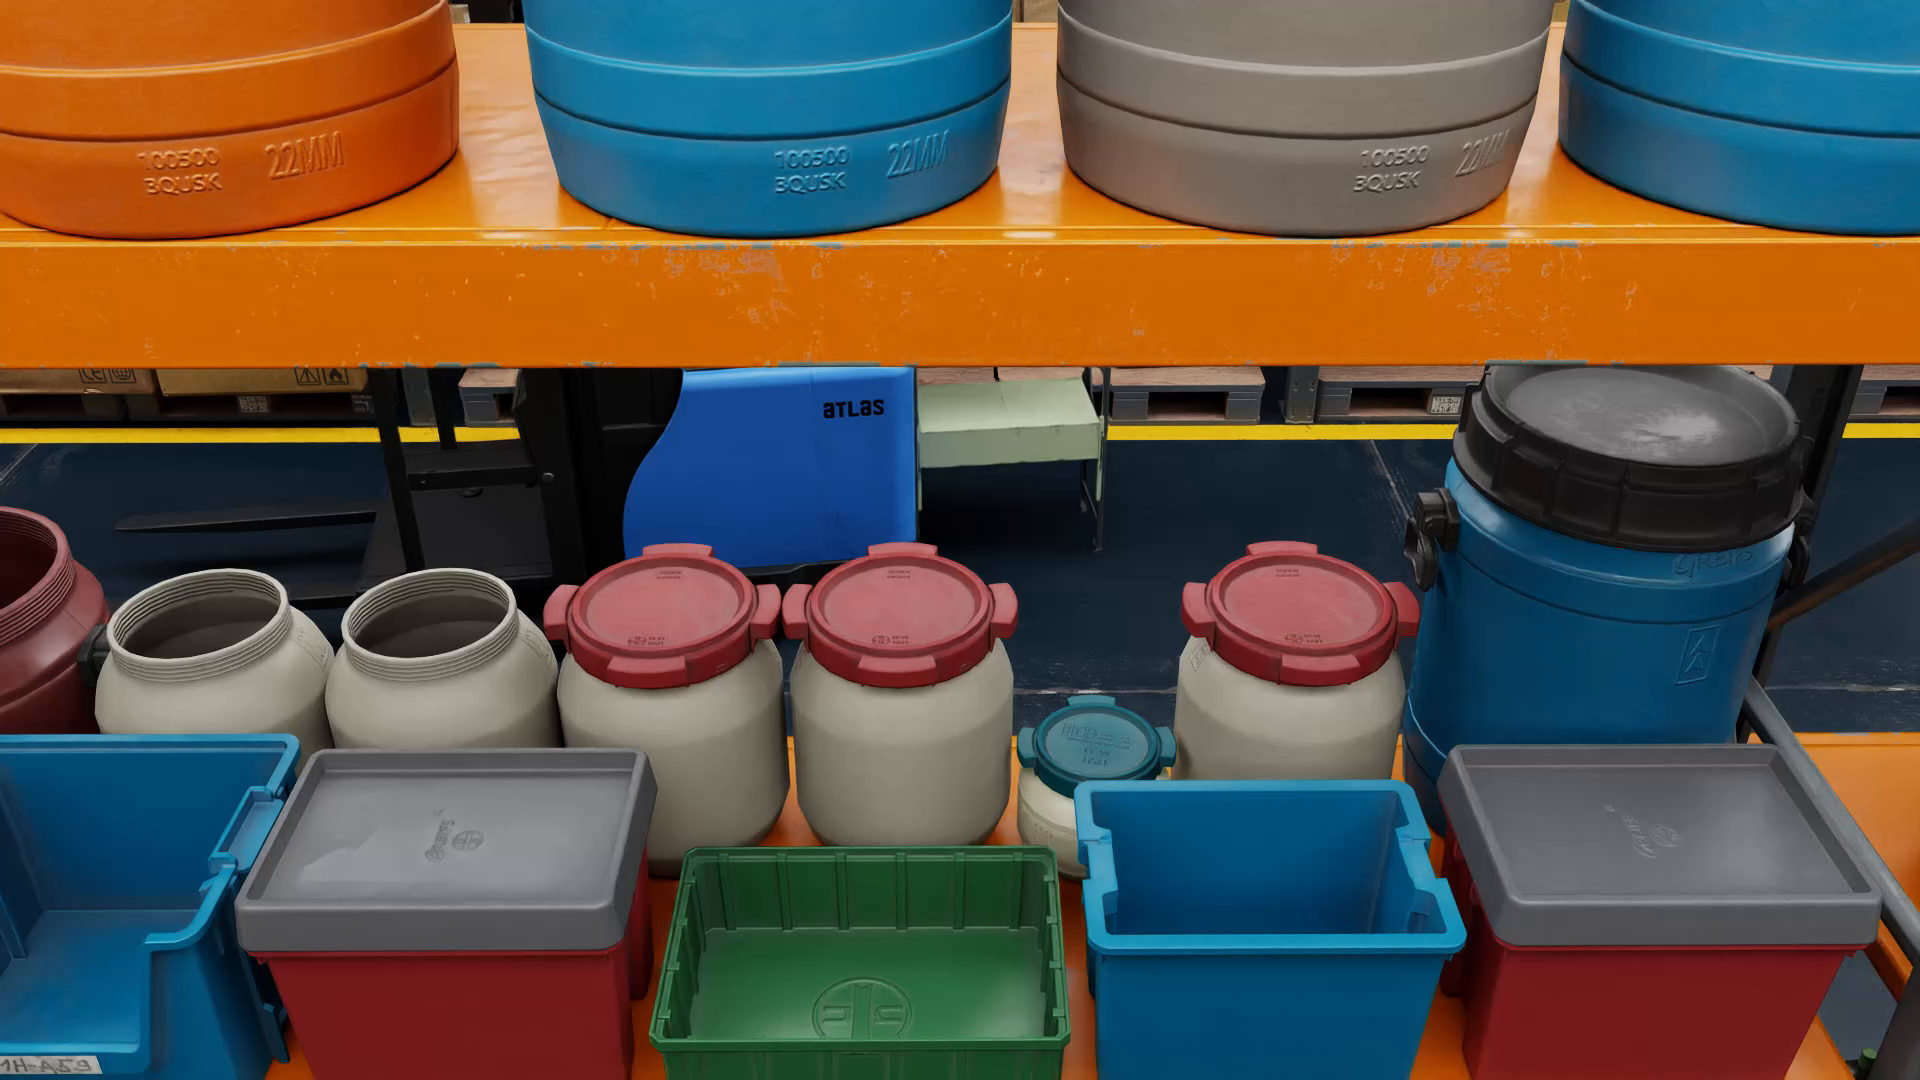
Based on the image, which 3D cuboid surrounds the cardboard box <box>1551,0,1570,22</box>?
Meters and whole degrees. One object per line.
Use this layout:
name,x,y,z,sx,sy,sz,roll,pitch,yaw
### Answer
cardboard box,2.502,-2.189,7.084,0.500,0.500,0.875,0,31,0

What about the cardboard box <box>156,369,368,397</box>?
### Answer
cardboard box,-3.138,-1.334,7.701,0.875,0.875,1.225,-2,31,-3

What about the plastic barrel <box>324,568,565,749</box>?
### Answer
plastic barrel,-0.970,0.352,3.171,0.421,0.512,0.421,0,31,0

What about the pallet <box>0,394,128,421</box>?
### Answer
pallet,-4.454,-0.896,8.024,1.213,0.211,1.003,0,31,0

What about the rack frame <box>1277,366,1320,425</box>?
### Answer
rack frame,1.552,-2.067,7.265,0.127,3.000,1.000,0,31,0

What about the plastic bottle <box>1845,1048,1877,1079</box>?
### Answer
plastic bottle,2.061,1.303,3.905,0.133,0.283,0.061,1,31,2

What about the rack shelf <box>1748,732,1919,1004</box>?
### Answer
rack shelf,3.582,0.804,3.227,4.000,0.370,1.077,0,31,0

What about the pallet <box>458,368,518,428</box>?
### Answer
pallet,-1.667,-0.864,7.970,1.213,0.211,1.003,0,31,0

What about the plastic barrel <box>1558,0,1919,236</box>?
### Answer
plastic barrel,1.074,-0.880,1.934,0.708,0.901,0.600,0,31,0

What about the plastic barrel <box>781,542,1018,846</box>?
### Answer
plastic barrel,-0.110,0.336,3.174,0.433,0.535,0.433,0,31,0

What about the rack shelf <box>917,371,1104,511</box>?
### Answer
rack shelf,0.171,-0.398,6.588,0.720,0.370,0.431,-3,31,-6

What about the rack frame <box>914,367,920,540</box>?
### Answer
rack frame,-0.193,-0.655,6.383,0.023,1.500,0.400,-3,31,-6

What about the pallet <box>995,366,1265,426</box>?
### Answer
pallet,0.773,-0.872,7.983,1.213,0.211,1.003,0,31,0

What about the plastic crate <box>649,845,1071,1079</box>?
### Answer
plastic crate,-0.158,0.745,2.835,0.662,0.188,0.450,0,31,0

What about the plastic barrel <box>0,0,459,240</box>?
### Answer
plastic barrel,-0.942,-0.843,1.942,0.708,0.830,0.600,0,31,0

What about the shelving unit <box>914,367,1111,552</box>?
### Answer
shelving unit,0.171,-0.676,6.419,0.755,1.500,0.431,-3,31,-6

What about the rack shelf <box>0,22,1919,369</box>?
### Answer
rack shelf,-0.418,-0.466,2.429,4.000,0.370,1.077,0,31,0

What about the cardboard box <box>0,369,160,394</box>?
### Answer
cardboard box,-4.030,-1.335,7.703,0.875,0.875,1.225,0,31,0

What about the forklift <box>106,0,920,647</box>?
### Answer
forklift,-1.710,-1.081,5.707,3.031,2.935,1.130,-5,32,-7

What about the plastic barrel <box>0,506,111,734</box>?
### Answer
plastic barrel,-1.956,0.298,3.236,0.708,0.536,0.600,0,31,0

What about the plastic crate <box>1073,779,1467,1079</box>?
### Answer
plastic crate,0.480,0.674,2.763,0.575,0.384,0.392,0,31,0

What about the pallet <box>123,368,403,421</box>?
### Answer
pallet,-3.237,-0.899,8.028,1.213,0.211,1.003,0,31,0

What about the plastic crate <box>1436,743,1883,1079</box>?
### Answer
plastic crate,1.099,0.635,2.750,0.583,0.464,0.402,0,31,0

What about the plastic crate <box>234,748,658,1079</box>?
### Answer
plastic crate,-0.801,0.641,2.740,0.583,0.464,0.402,0,31,0

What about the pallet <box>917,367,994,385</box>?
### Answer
pallet,-0.450,-0.866,7.974,1.213,0.211,1.003,0,31,0

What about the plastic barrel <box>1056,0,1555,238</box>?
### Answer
plastic barrel,0.420,-0.878,1.931,0.600,0.901,0.600,0,31,0

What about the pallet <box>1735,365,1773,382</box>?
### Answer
pallet,3.446,-0.900,8.031,1.213,0.211,1.003,0,31,0

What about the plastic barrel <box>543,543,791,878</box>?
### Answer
plastic barrel,-0.543,0.337,3.172,0.433,0.535,0.433,0,31,0

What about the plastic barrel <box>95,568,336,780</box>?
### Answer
plastic barrel,-1.391,0.353,3.169,0.421,0.512,0.421,0,31,0

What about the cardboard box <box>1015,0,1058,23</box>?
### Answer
cardboard box,0.756,-2.573,7.116,1.000,1.000,1.000,0,31,0

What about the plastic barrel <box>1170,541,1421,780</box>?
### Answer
plastic barrel,0.624,0.333,3.178,0.433,0.535,0.433,0,31,0

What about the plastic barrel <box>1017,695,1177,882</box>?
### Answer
plastic barrel,0.257,0.486,3.191,0.301,0.262,0.301,0,31,0

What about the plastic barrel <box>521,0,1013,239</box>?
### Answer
plastic barrel,-0.234,-0.876,1.927,0.708,0.901,0.600,0,31,0

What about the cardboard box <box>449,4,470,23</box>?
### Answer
cardboard box,-1.908,-2.299,7.146,0.500,0.500,0.500,-4,31,-6

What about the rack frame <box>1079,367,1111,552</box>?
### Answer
rack frame,0.534,-0.698,6.455,0.023,1.500,0.400,-3,31,-6

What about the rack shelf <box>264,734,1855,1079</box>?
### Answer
rack shelf,-0.418,0.816,3.207,4.000,0.370,1.077,0,31,0

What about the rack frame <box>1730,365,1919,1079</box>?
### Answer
rack frame,1.582,0.501,3.033,0.053,2.616,0.949,0,31,0

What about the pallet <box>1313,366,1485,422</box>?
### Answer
pallet,2.223,-0.895,8.022,1.213,0.211,1.003,0,31,0

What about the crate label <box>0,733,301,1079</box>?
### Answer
crate label,-1.423,0.637,2.775,0.616,0.435,0.502,0,31,0

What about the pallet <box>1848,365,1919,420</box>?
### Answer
pallet,4.663,-0.903,8.034,1.213,0.211,1.003,0,31,0

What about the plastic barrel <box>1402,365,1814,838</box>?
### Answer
plastic barrel,1.193,0.132,3.157,0.708,0.901,0.600,0,31,0

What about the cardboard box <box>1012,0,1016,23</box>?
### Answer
cardboard box,0.038,-3.808,11.899,0.750,0.750,1.050,0,31,0

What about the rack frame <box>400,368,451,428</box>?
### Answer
rack frame,-2.448,-2.054,7.244,0.127,3.000,1.000,0,31,0
